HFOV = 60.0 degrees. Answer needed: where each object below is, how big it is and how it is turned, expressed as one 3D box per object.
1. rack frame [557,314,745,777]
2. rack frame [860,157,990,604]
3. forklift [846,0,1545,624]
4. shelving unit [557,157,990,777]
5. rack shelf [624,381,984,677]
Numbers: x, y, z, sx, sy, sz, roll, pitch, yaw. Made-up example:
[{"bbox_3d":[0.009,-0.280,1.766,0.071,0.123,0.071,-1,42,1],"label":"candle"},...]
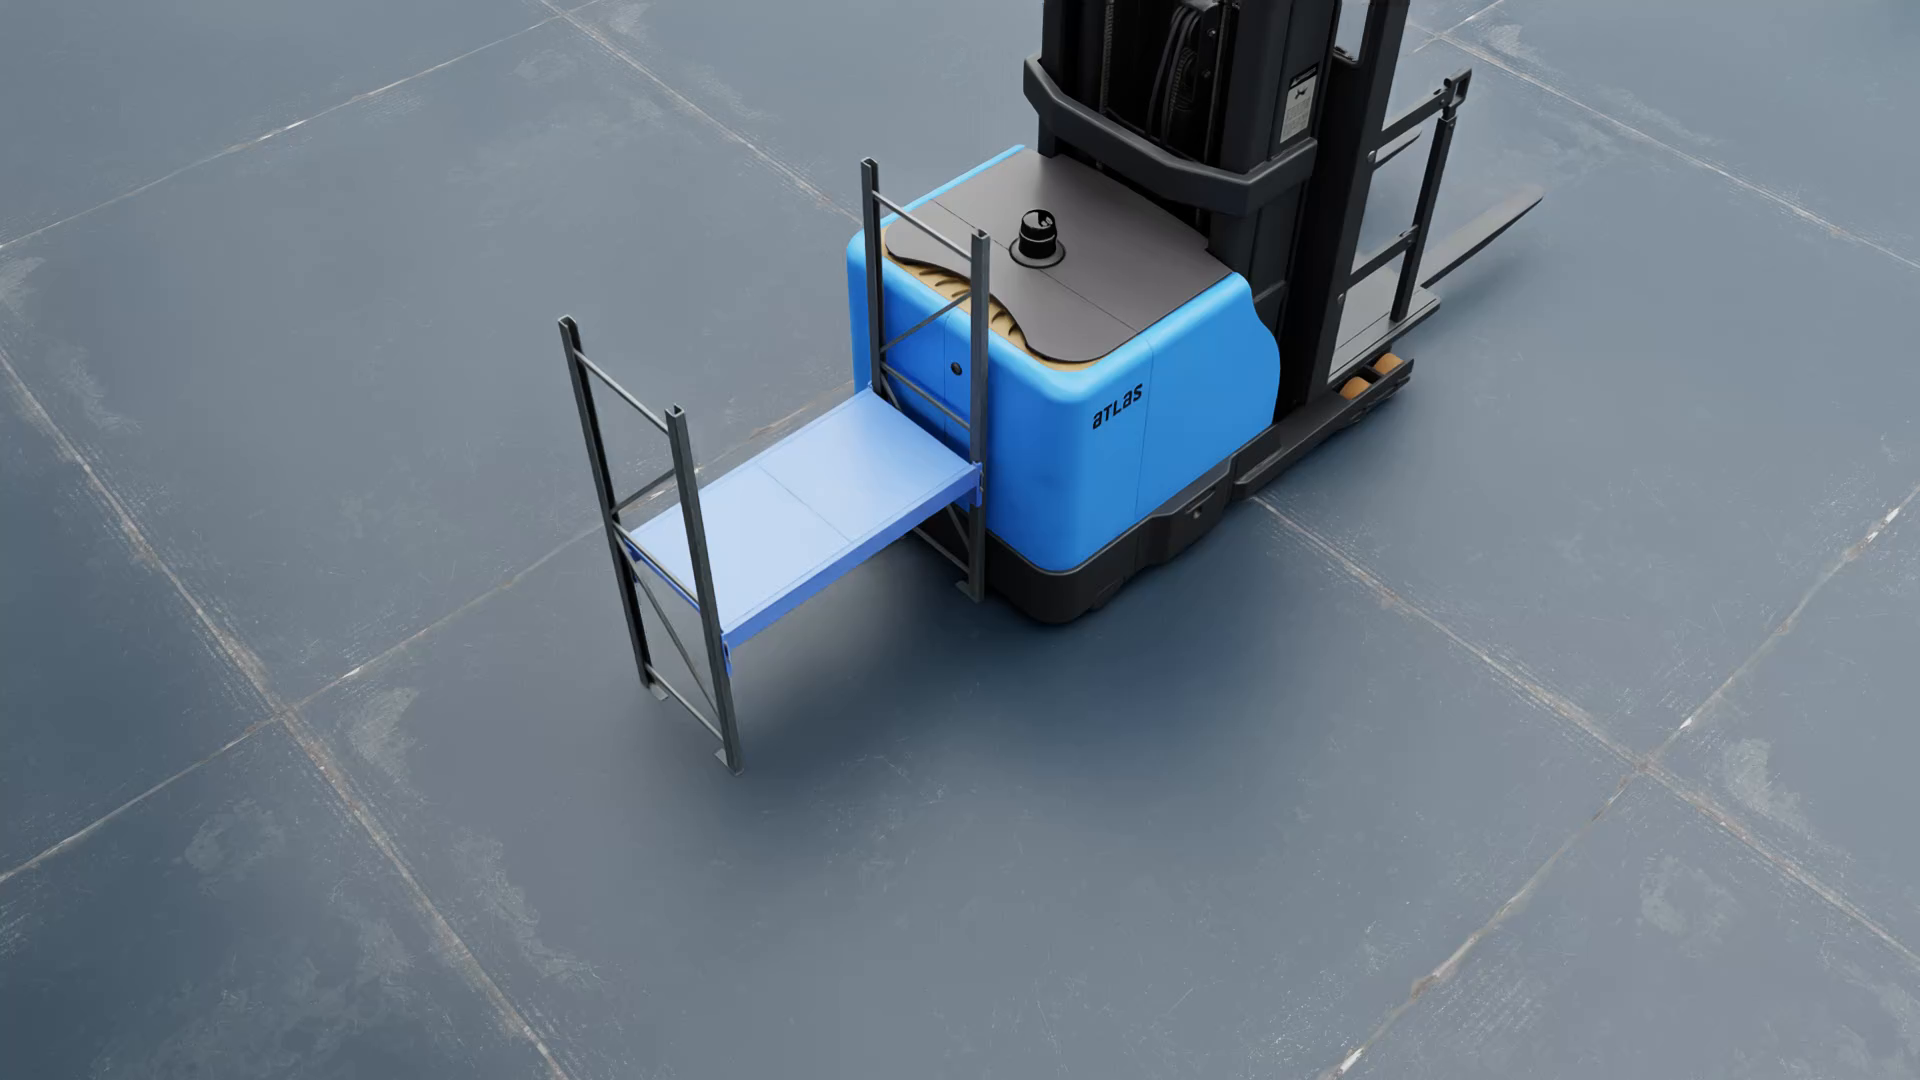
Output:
[{"bbox_3d":[-0.842,0.074,4.661,0.032,1.500,0.500,-35,56,-28],"label":"rack frame"},{"bbox_3d":[-0.100,-0.437,5.133,0.032,1.500,0.500,-35,56,-28],"label":"rack frame"},{"bbox_3d":[1.049,-1.682,5.307,3.031,2.935,1.130,-35,56,-28],"label":"forklift"},{"bbox_3d":[-0.471,-0.181,4.897,1.048,1.500,0.538,-35,56,-28],"label":"shelving unit"},{"bbox_3d":[-0.471,-0.059,5.029,1.000,0.185,0.538,-35,56,-28],"label":"rack shelf"}]
